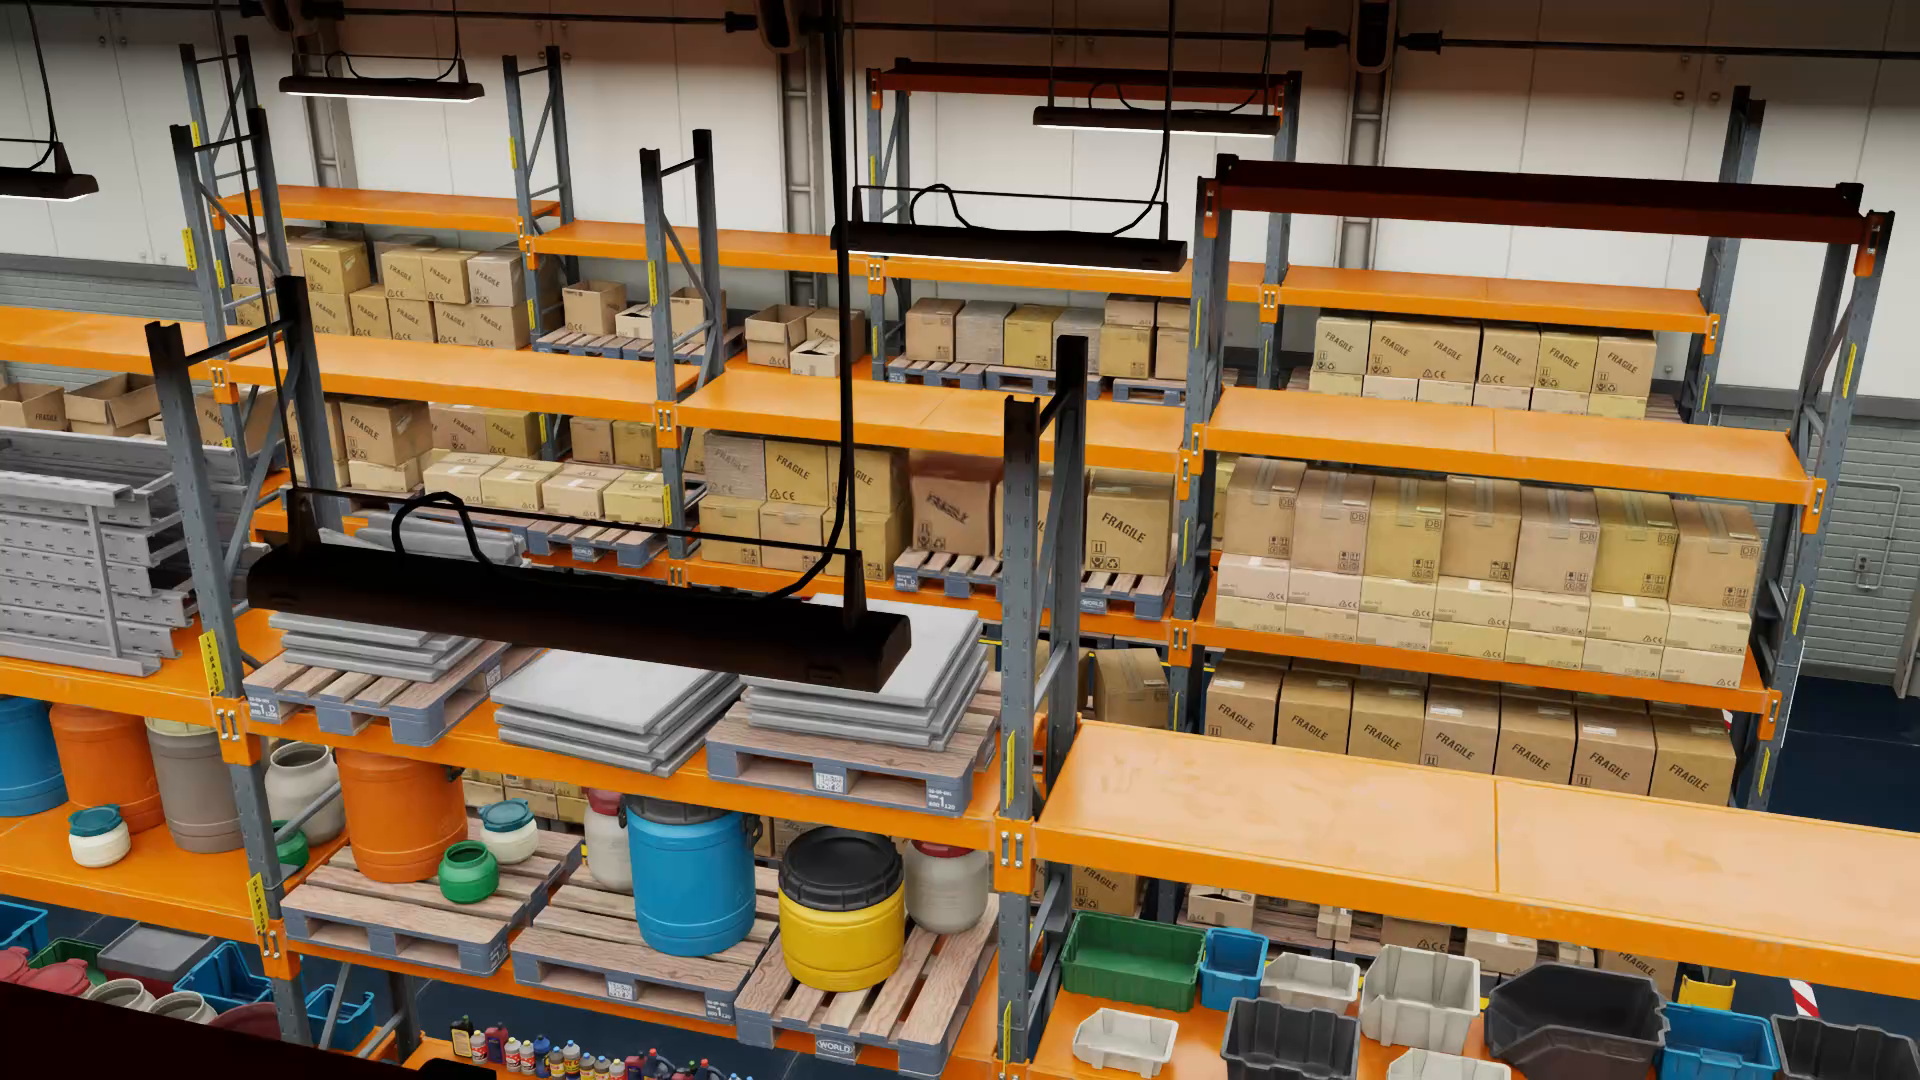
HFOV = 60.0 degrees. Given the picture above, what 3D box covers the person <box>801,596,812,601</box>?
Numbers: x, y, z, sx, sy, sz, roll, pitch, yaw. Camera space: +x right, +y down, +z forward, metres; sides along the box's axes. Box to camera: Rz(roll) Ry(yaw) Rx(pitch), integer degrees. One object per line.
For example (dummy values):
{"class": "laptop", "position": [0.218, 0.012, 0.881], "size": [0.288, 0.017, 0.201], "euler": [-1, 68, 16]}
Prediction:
{"class": "person", "position": [-1.458, 0.749, 16.337], "size": [1.038, 1.490, 0.546], "euler": [0, 23, 1]}
